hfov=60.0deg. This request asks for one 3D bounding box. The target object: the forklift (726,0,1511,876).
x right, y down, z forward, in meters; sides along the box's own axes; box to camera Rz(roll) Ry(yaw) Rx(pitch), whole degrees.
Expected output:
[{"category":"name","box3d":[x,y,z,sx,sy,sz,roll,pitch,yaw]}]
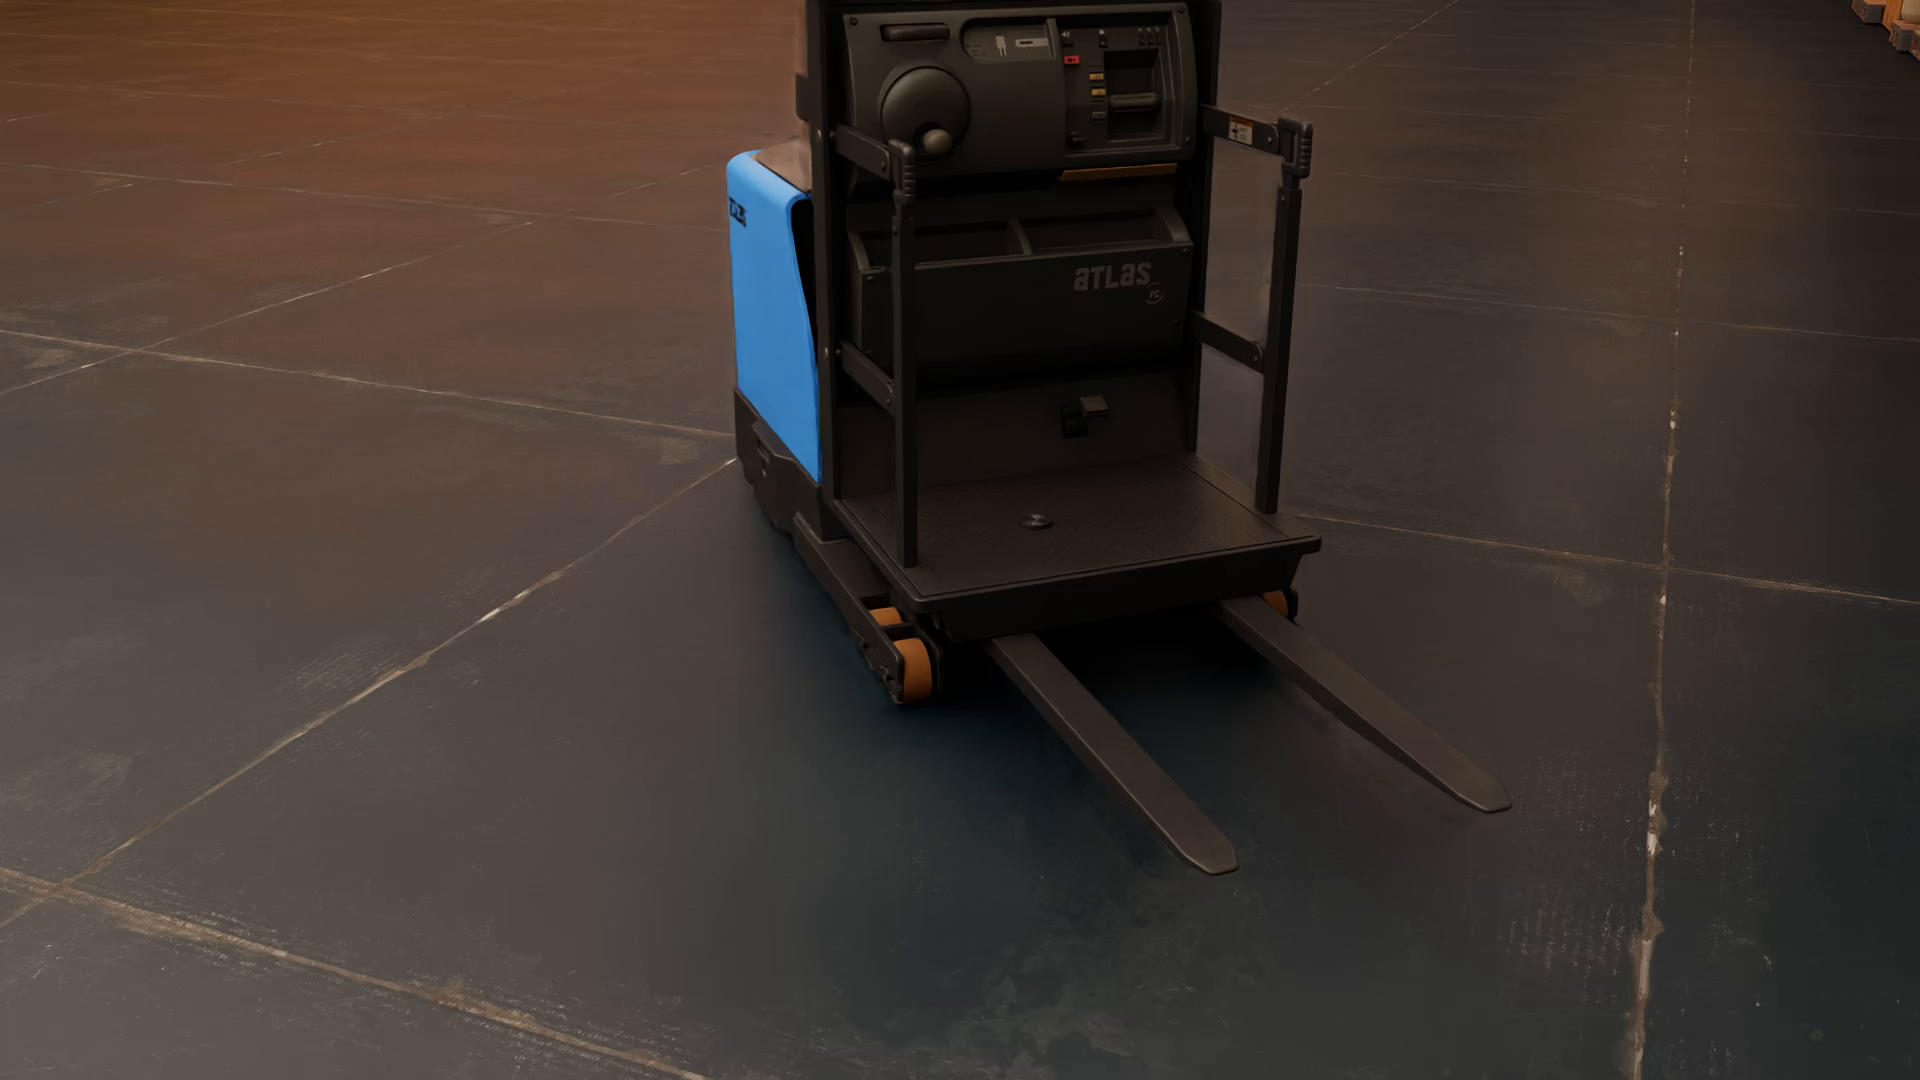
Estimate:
[{"category":"forklift","box3d":[0.241,-1.125,3.985,1.130,2.935,3.031,-8,24,-19]}]
